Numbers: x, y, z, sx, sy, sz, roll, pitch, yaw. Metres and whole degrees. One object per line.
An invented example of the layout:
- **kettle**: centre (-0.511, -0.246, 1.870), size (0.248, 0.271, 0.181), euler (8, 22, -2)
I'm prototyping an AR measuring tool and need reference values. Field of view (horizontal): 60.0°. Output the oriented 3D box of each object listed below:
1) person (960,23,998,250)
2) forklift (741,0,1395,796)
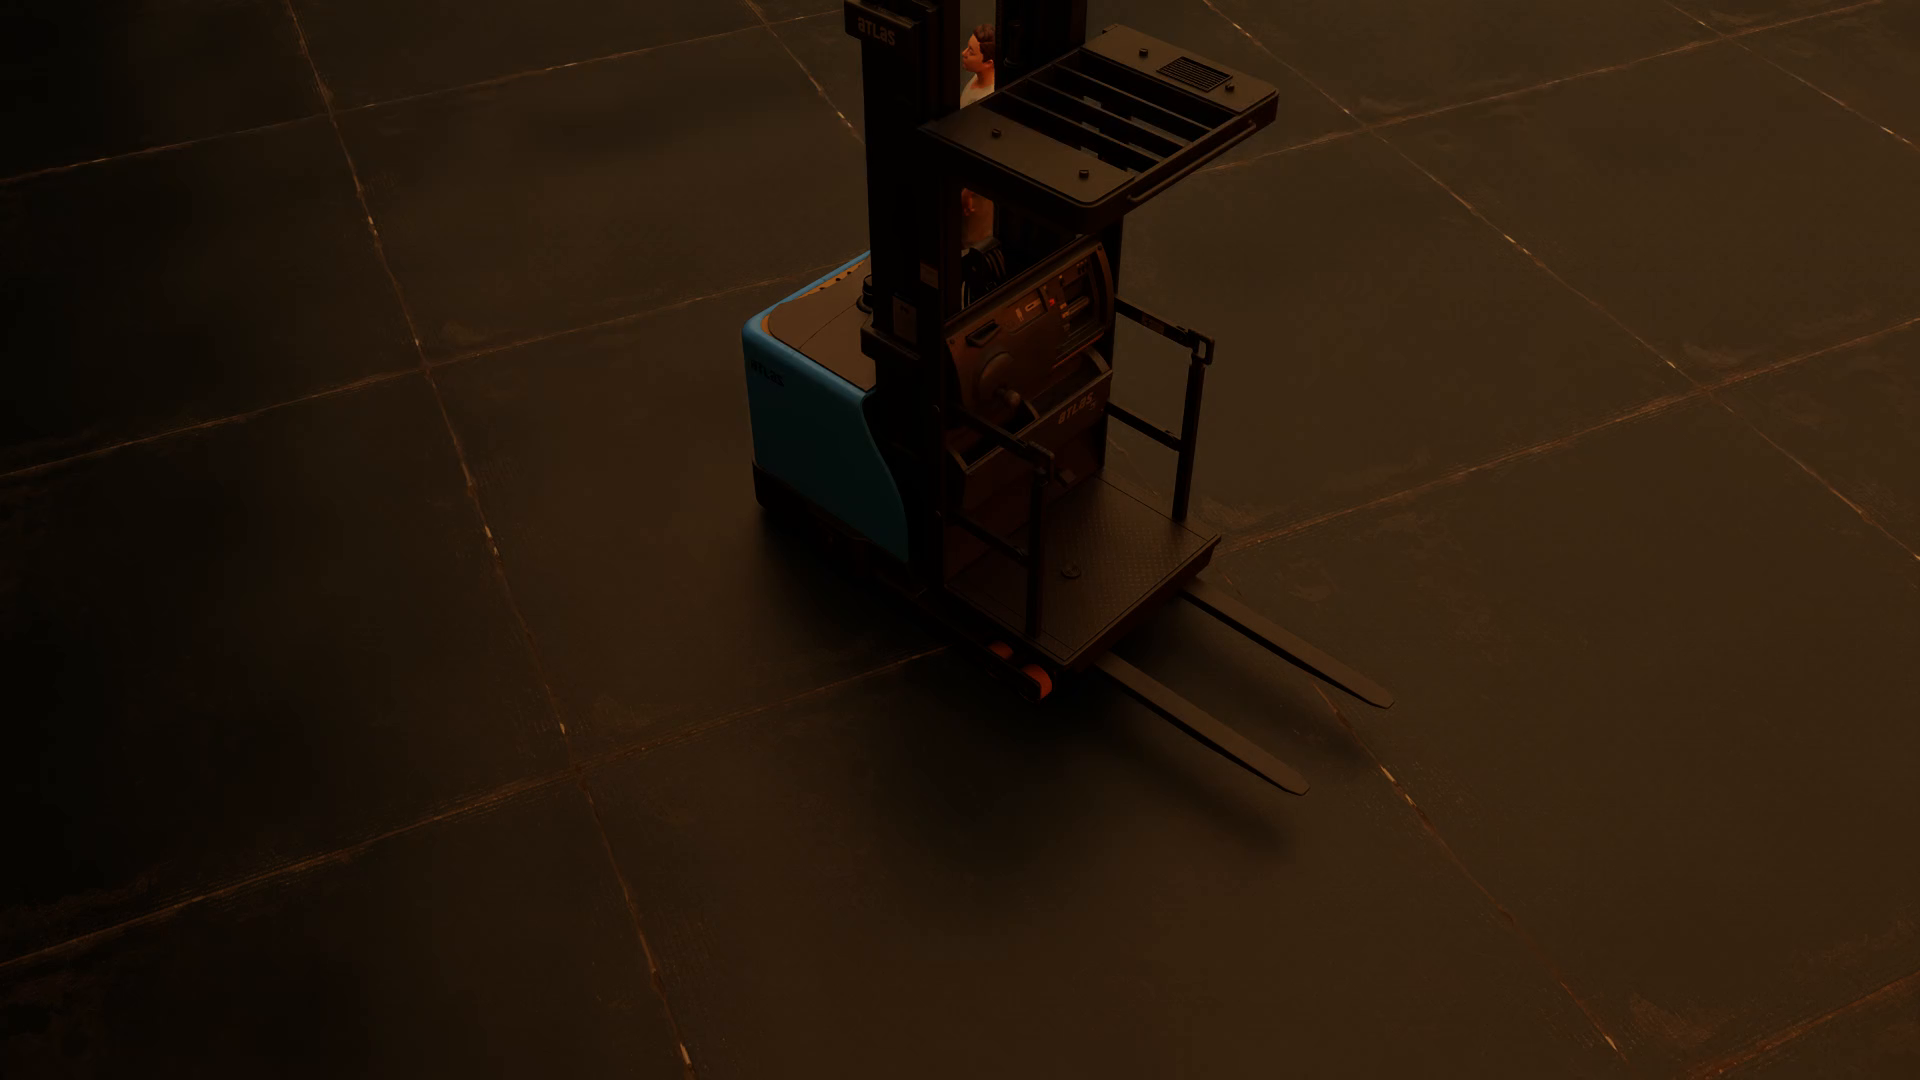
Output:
- **person**: centre (0.021, -1.907, 8.634), size (0.549, 1.676, 0.551), euler (2, 43, 2)
- **forklift**: centre (0.445, -0.788, 6.525), size (3.031, 2.935, 1.130), euler (32, 52, 30)
